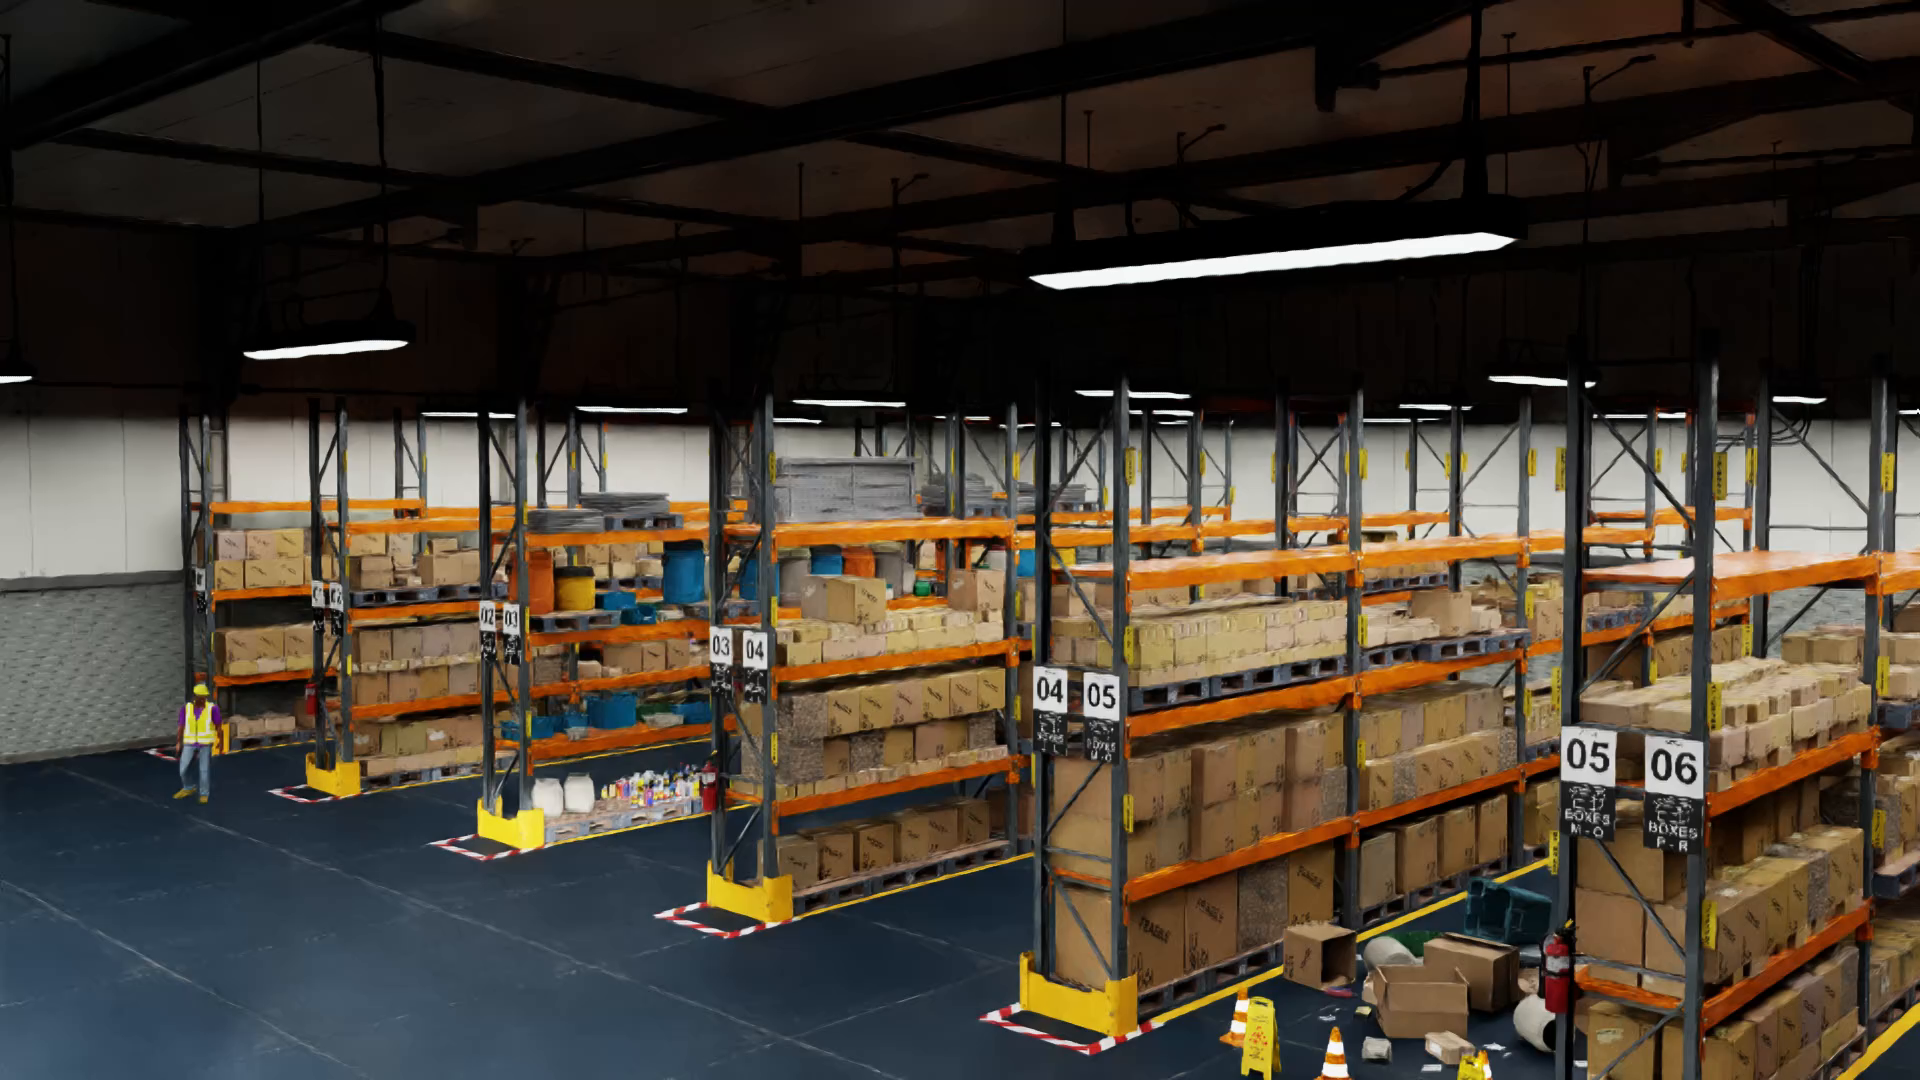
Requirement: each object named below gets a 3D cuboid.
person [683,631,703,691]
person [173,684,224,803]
[{"bbox_3d":[-5.597,2.570,34.467,0.412,1.533,0.955,2,4,36],"label":"person"},{"bbox_3d":[-11.230,2.983,24.463,0.720,1.761,0.463,-1,3,-13],"label":"person"}]
